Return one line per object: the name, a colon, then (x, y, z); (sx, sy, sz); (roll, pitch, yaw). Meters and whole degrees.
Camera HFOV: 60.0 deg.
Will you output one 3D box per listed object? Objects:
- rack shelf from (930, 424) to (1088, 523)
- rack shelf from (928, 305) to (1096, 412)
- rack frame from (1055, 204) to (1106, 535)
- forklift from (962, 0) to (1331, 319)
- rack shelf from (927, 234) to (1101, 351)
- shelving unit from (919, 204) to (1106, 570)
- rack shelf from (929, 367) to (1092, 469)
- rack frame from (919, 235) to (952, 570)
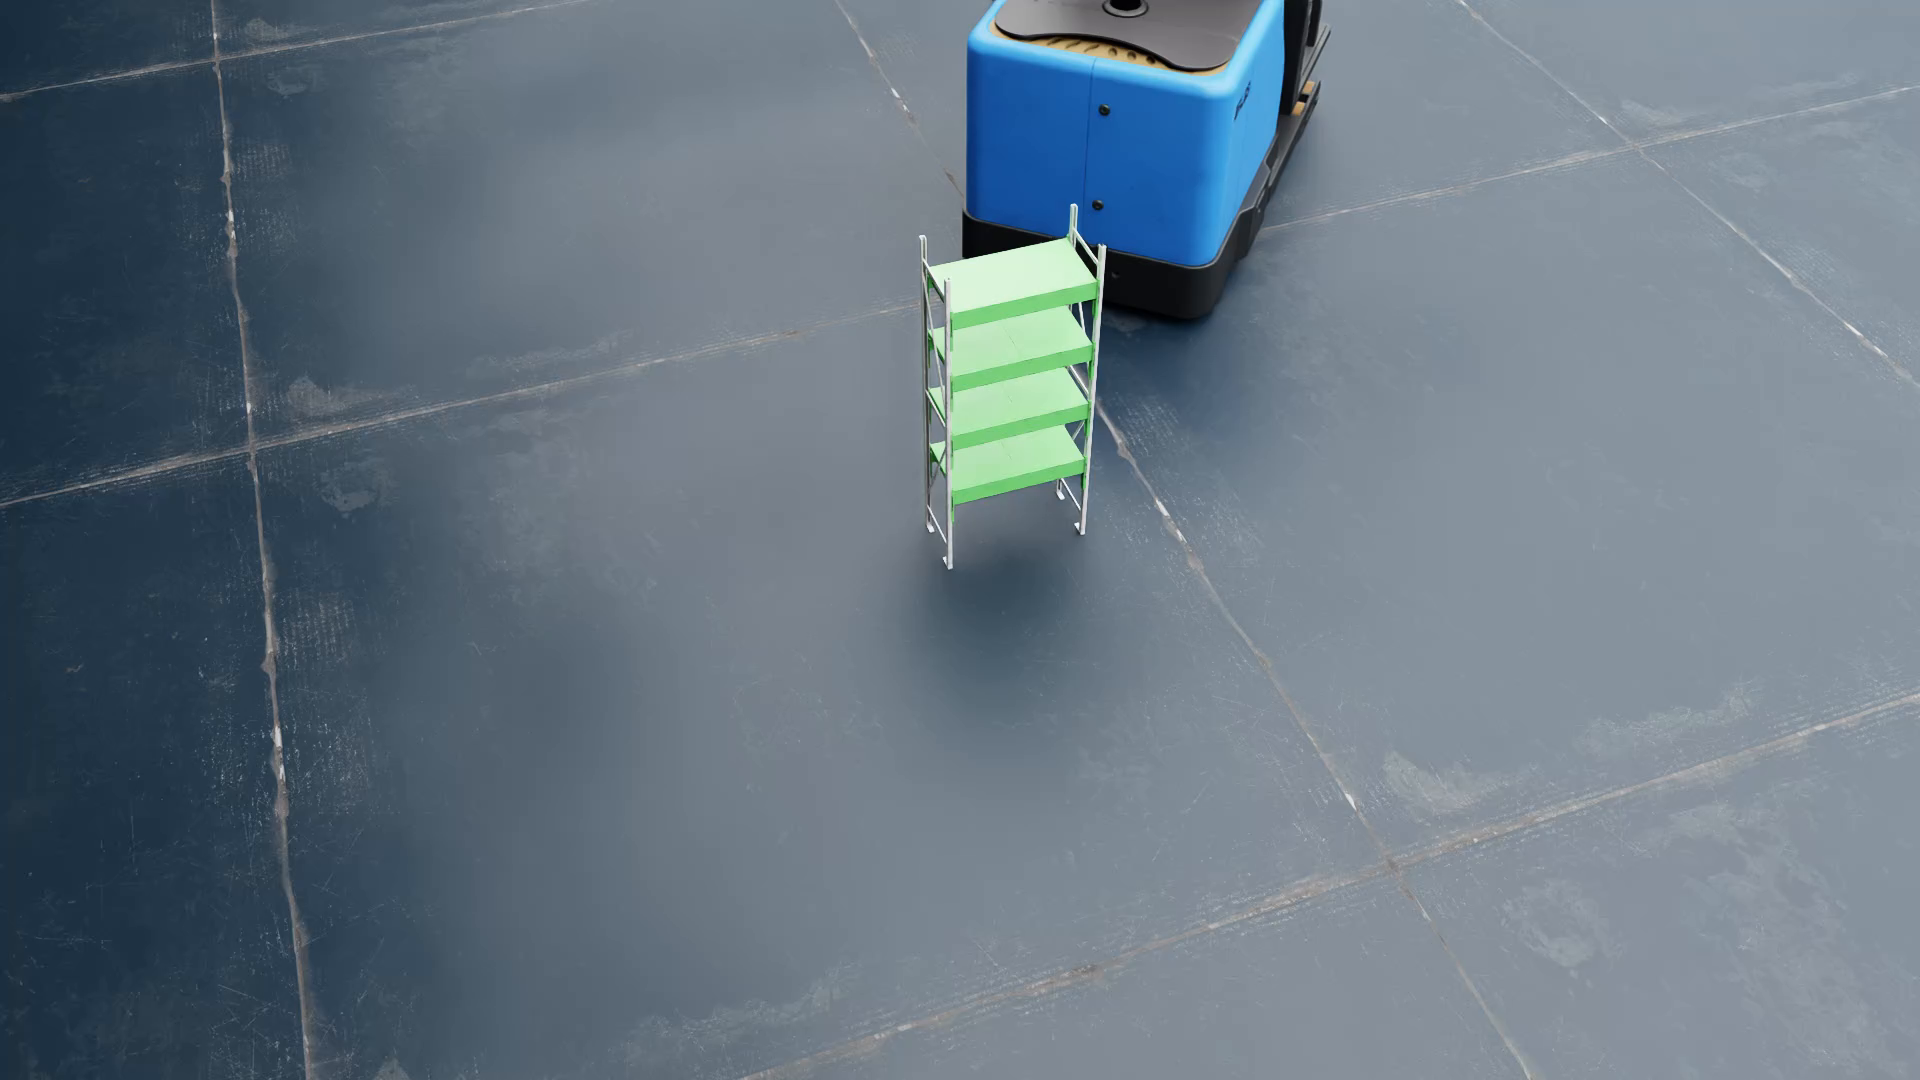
rack shelf: (0.156, -0.249, 5.580); (0.480, 0.148, 0.258); (-14, 47, -14)
rack shelf: (0.156, -0.588, 5.240); (0.480, 0.148, 0.258); (-14, 47, -14)
rack frame: (0.385, -0.522, 5.423); (0.015, 1.200, 0.240); (-14, 47, -14)
forklift: (1.020, -2.962, 6.632); (1.130, 2.935, 3.031); (16, 47, 15)
rack shelf: (0.156, -0.757, 5.070); (0.480, 0.148, 0.258); (-14, 47, -14)
shelving unit: (0.156, -0.463, 5.365); (0.503, 1.200, 0.258); (-14, 47, -14)
rack shelf: (0.156, -0.418, 5.410); (0.480, 0.148, 0.258); (-14, 47, -14)
rack frame: (-0.074, -0.405, 5.306); (0.015, 1.200, 0.240); (-14, 47, -14)
